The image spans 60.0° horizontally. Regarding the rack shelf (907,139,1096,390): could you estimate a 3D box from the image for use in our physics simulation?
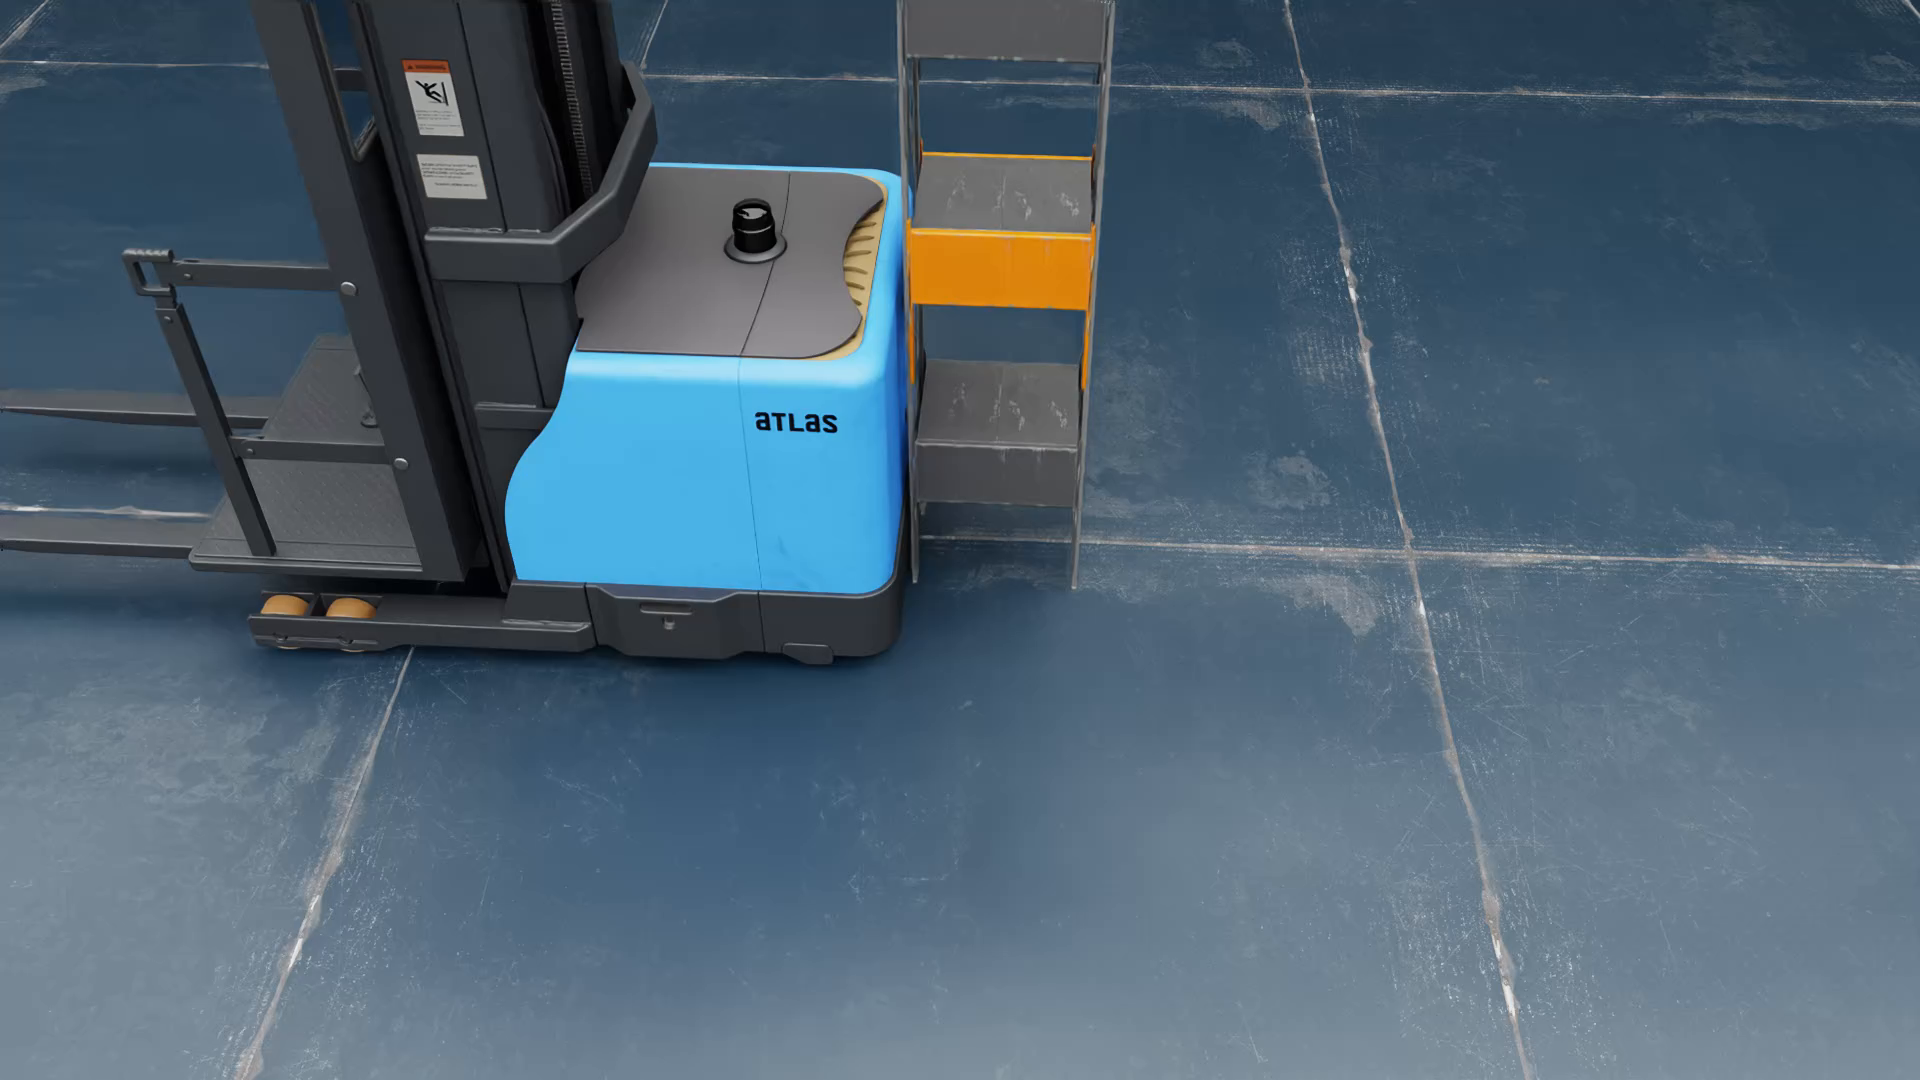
[{"bbox_3d":[0.116,-0.750,4.534,0.480,0.518,0.431,2,43,3],"label":"rack shelf"}]

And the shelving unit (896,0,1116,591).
[{"bbox_3d":[0.116,-0.760,4.525,0.503,2.100,0.431,2,43,3],"label":"shelving unit"}]

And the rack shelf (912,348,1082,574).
[{"bbox_3d":[0.116,-0.238,5.012,0.480,0.518,0.431,2,43,3],"label":"rack shelf"}]

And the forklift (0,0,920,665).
[{"bbox_3d":[-1.664,-1.100,4.280,3.031,2.935,1.130,2,43,3],"label":"forklift"}]

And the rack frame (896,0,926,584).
[{"bbox_3d":[-0.127,-0.770,4.536,0.015,2.100,0.400,2,43,3],"label":"rack frame"}]

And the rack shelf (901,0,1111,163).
[{"bbox_3d":[0.116,-1.262,4.057,0.480,0.518,0.431,2,43,3],"label":"rack shelf"}]

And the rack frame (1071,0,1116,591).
[{"bbox_3d":[0.360,-0.750,4.514,0.015,2.100,0.400,2,43,3],"label":"rack frame"}]
